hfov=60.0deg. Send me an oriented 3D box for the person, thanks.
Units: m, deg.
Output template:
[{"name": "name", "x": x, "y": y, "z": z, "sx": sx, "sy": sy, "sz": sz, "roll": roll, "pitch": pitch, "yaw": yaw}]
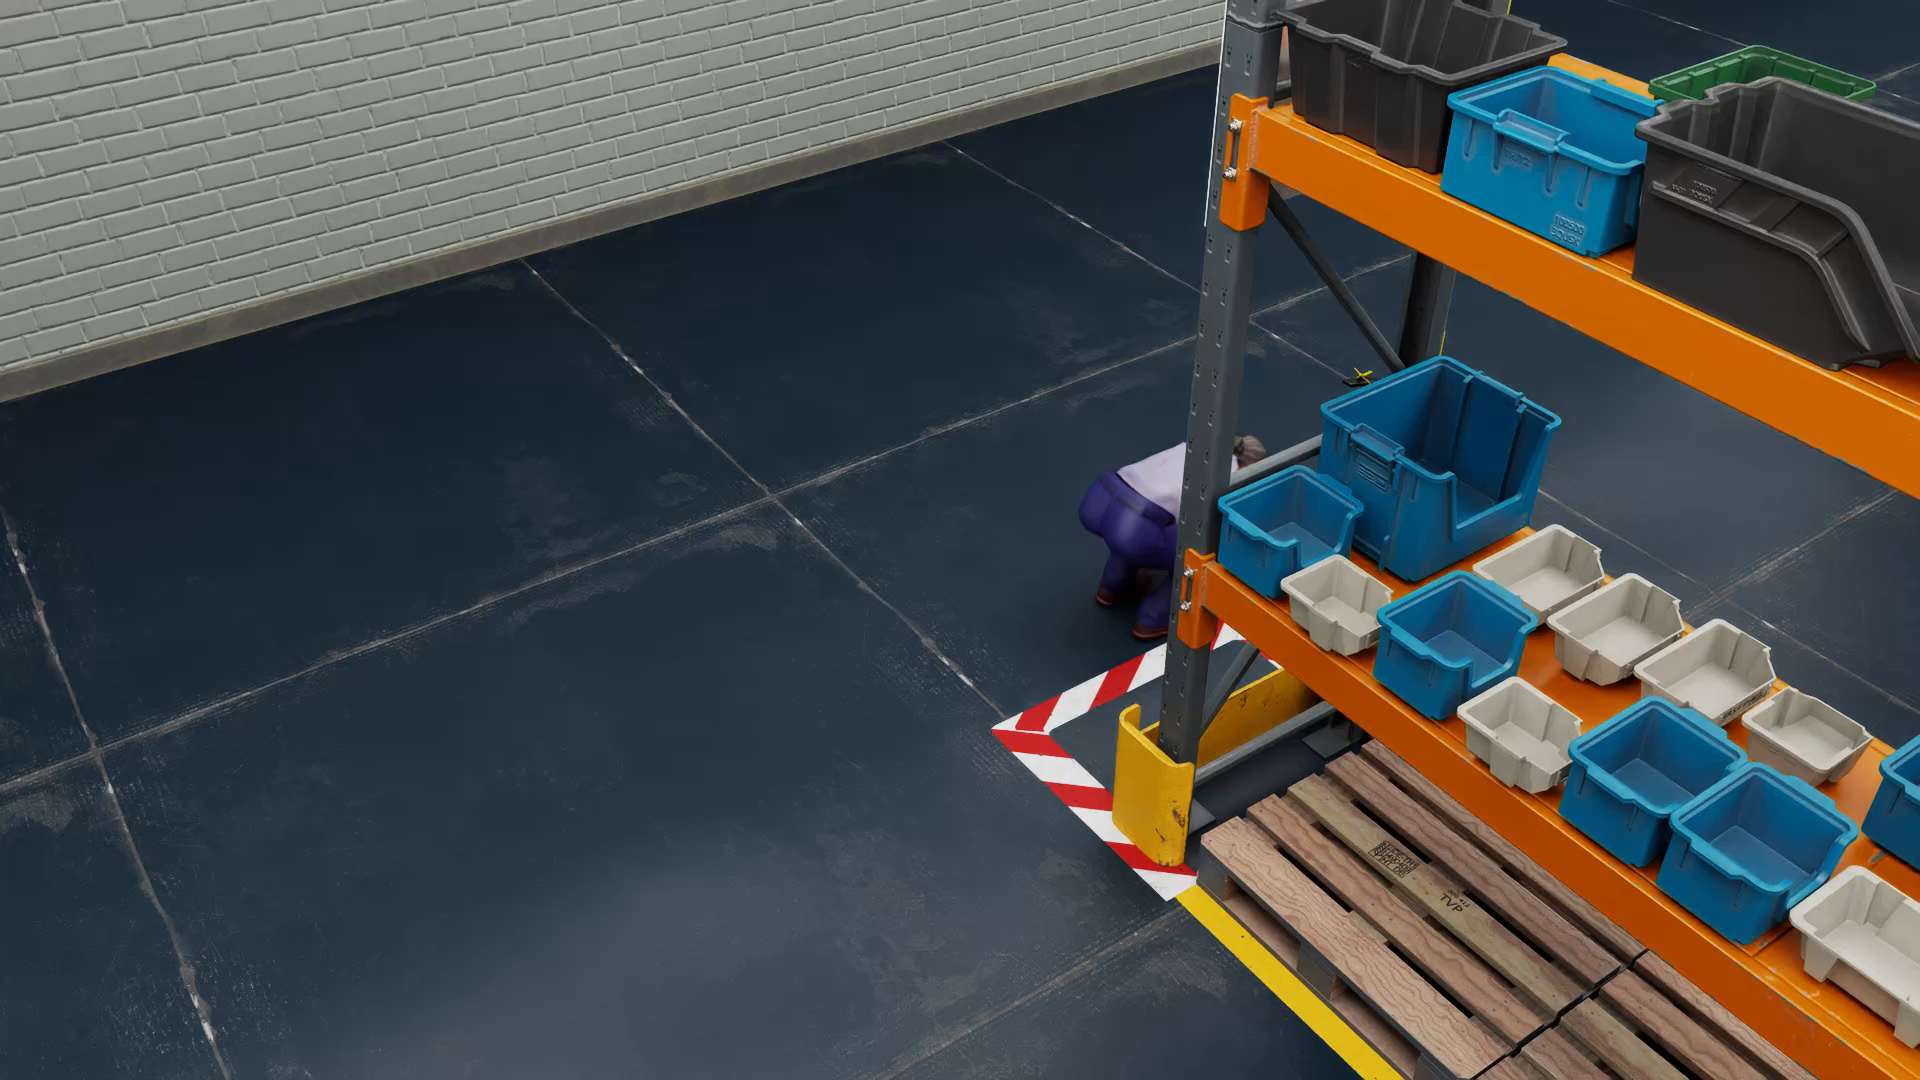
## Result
[{"name": "person", "x": 0.913, "y": -0.040, "z": 6.983, "sx": 0.905, "sy": 0.763, "sz": 0.516, "roll": -21, "pitch": 42, "yaw": -26}]
